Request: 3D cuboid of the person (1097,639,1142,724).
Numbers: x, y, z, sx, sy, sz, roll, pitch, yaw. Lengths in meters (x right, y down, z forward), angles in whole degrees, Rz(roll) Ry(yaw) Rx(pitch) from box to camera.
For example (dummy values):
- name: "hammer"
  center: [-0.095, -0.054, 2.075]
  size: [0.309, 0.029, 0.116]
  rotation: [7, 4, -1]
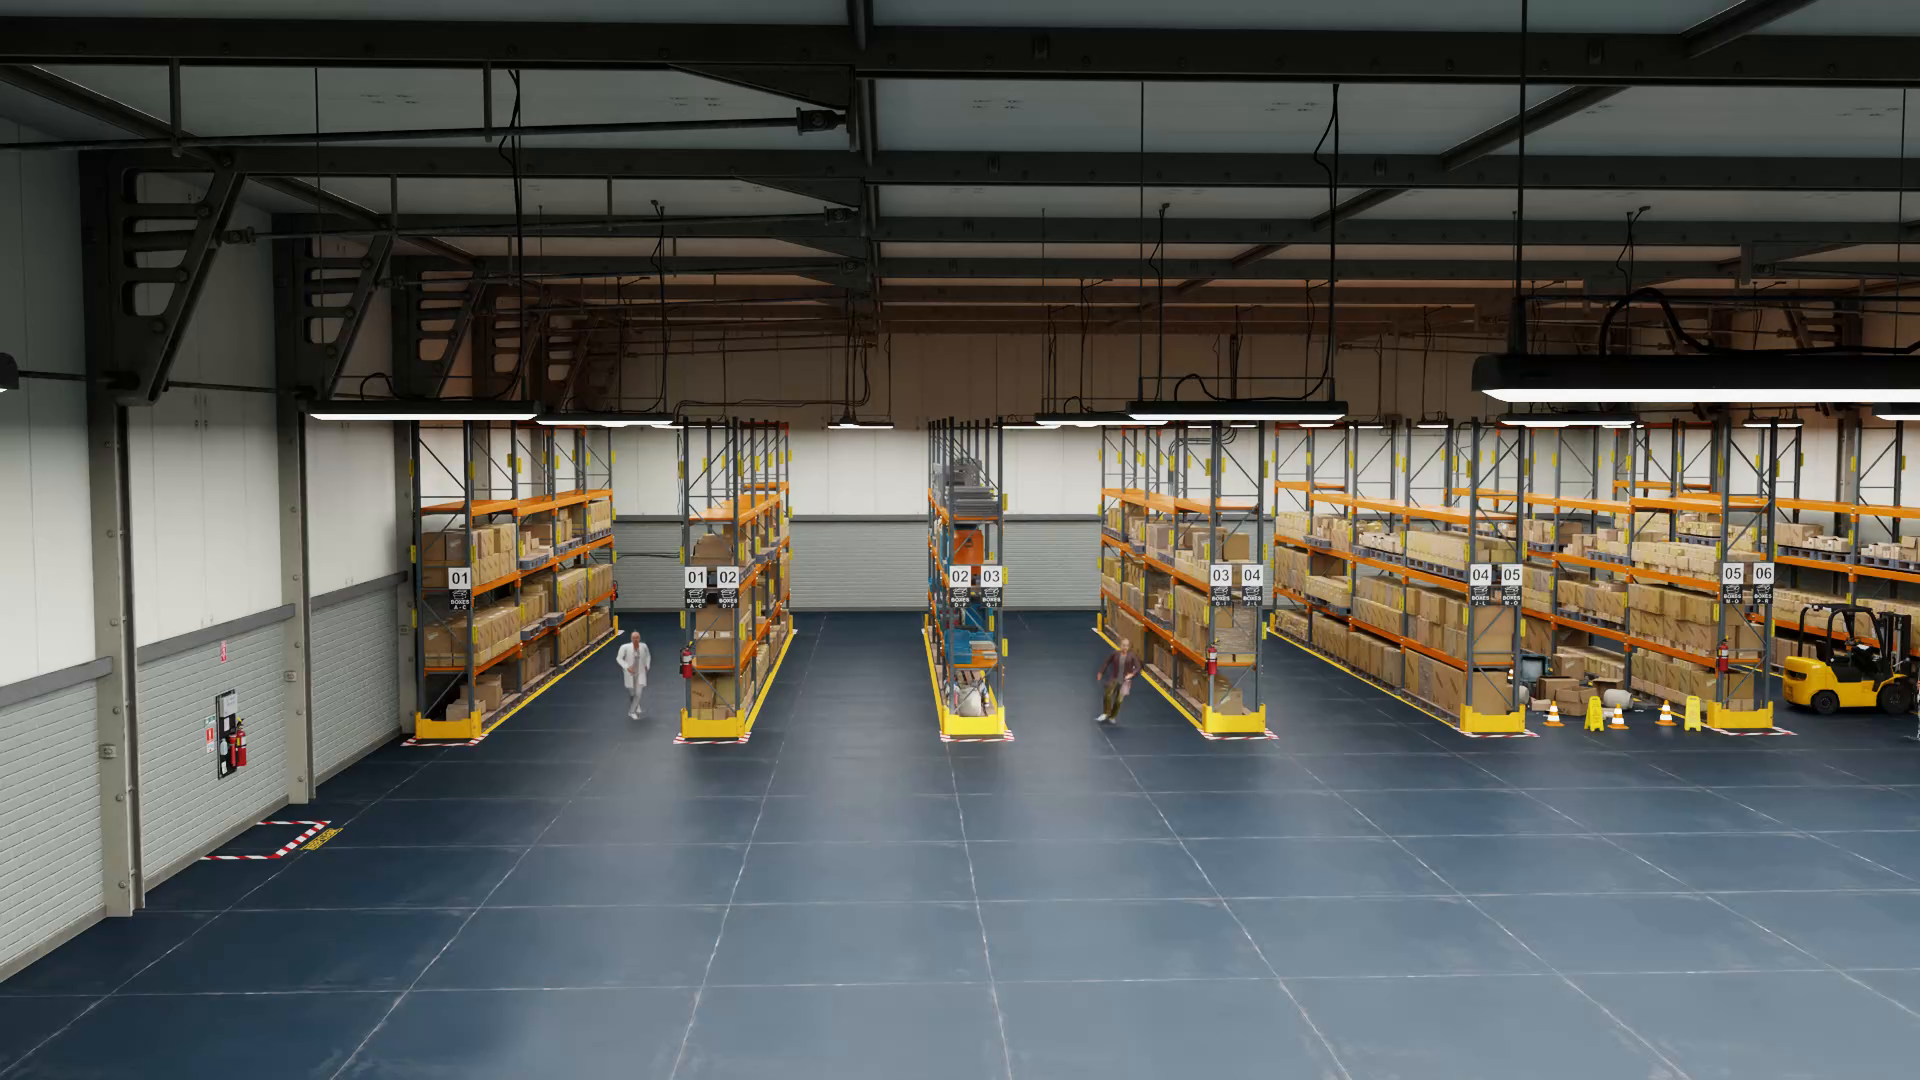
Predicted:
- name: "person"
  center: [3.104, 2.771, 32.520]
  size: [0.903, 1.674, 0.687]
  rotation: [1, 4, 9]

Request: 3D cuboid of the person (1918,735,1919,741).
- name: "person"
  center: [17.837, 2.891, 30.131]
  size: [0.773, 1.732, 0.778]
  rotation: [0, 4, 1]

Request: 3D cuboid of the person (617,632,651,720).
- name: "person"
  center: [-6.539, 2.692, 33.332]
  size: [0.693, 1.744, 0.748]
  rotation: [-1, 4, -16]
